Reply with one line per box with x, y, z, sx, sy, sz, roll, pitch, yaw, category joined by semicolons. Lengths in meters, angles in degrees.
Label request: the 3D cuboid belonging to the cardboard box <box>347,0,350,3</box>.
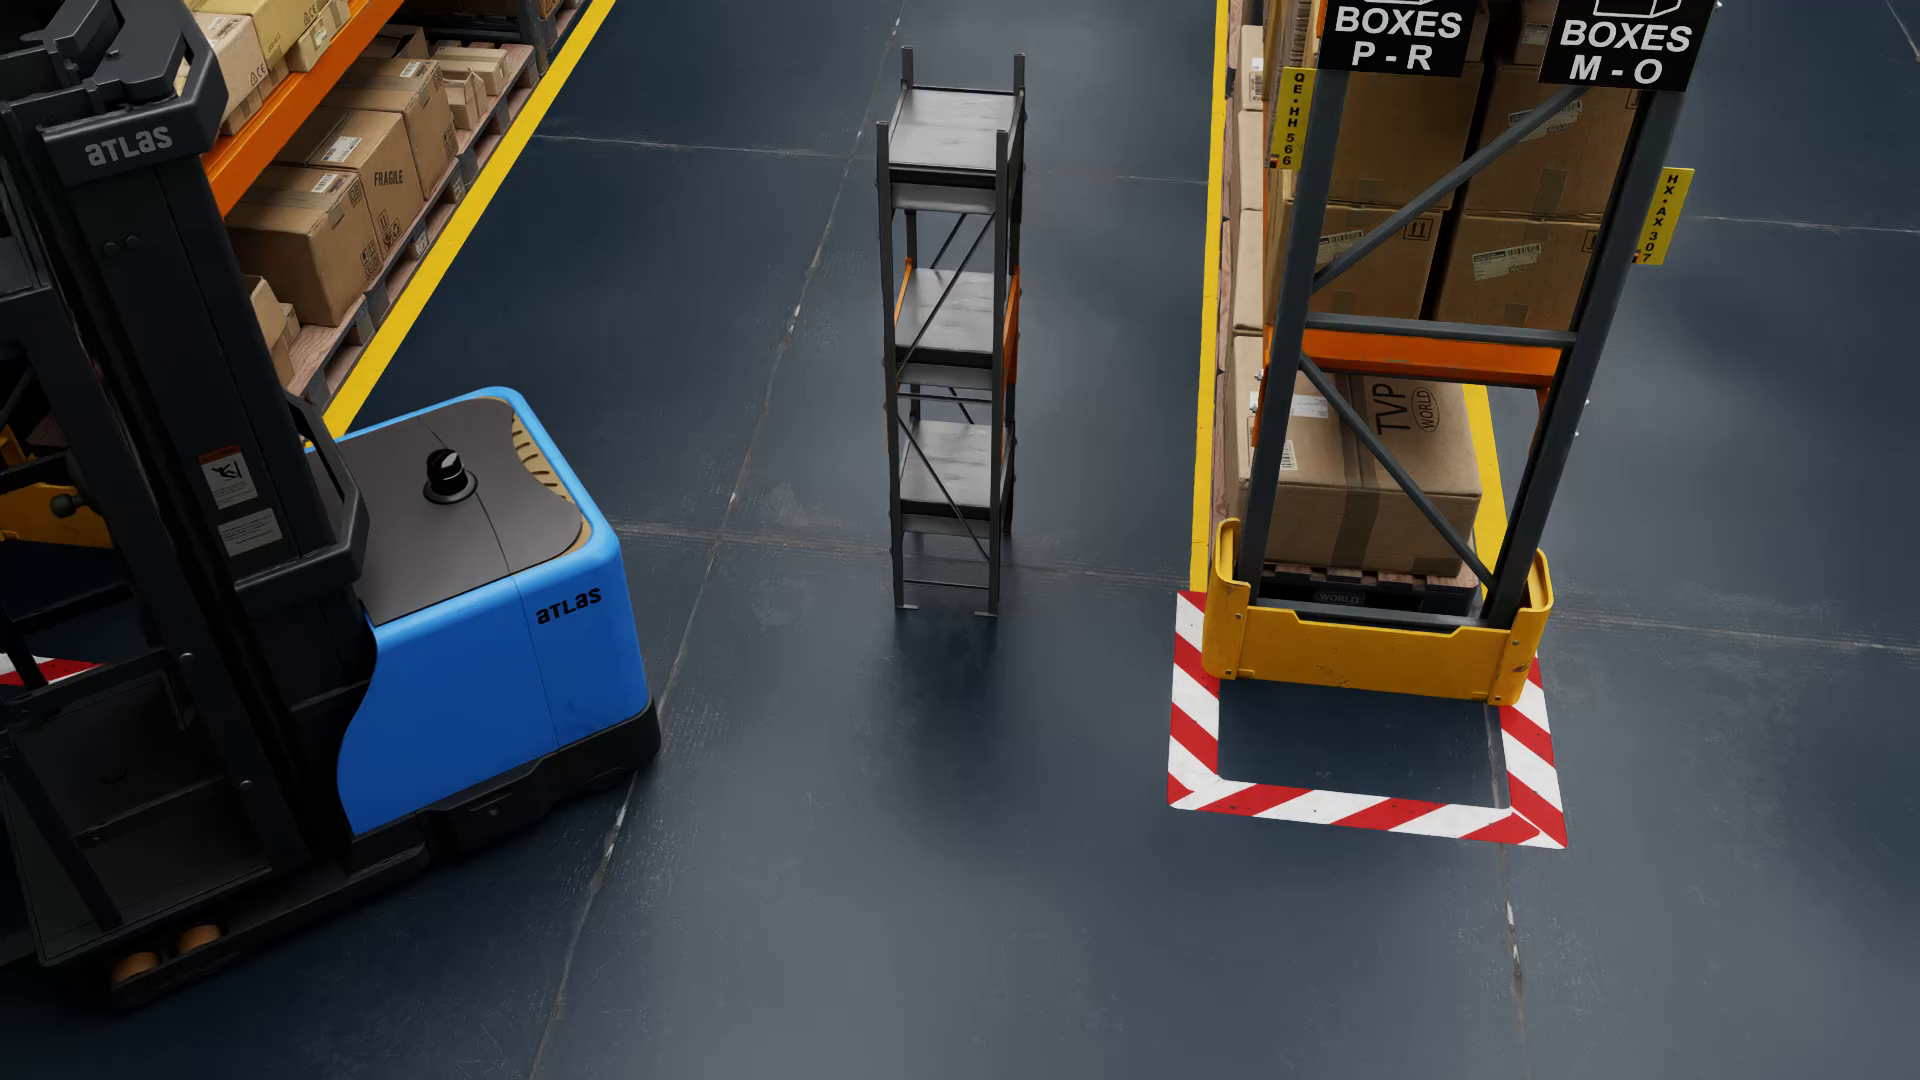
-2.898;-2.453;7.341;0.380;0.149;0.250;5;44;5;cardboard box

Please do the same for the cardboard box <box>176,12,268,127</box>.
-3.020;-1.790;6.351;0.500;0.250;0.500;6;44;6;cardboard box

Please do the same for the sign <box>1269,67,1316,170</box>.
0.971;-1.225;4.847;0.100;0.325;0.005;5;44;6;sign

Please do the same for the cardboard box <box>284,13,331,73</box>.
-2.878;-2.089;6.958;0.380;0.149;0.250;4;44;4;cardboard box

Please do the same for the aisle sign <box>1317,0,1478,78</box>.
1.191;-1.582;4.349;0.394;0.787;0.004;5;44;6;aisle sign

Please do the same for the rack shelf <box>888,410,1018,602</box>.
-0.022;-0.131;6.400;0.431;0.518;0.480;5;44;6;rack shelf

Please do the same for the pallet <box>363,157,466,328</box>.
-3.135;-1.520;8.202;1.003;0.211;1.213;5;44;6;pallet

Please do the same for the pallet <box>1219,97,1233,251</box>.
1.858;-1.862;8.563;1.003;0.211;1.213;5;44;6;pallet

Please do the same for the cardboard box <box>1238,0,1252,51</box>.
2.039;-3.196;9.184;0.875;0.875;0.875;6;44;7;cardboard box

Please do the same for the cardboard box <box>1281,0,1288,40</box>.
1.444;-2.105;5.991;0.500;0.500;0.500;5;44;5;cardboard box

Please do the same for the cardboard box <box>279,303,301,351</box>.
-3.144;-0.920;7.308;0.380;0.149;0.250;4;44;4;cardboard box

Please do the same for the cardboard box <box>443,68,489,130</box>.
-2.714;-2.344;8.727;0.396;0.266;0.258;7;44;7;cardboard box

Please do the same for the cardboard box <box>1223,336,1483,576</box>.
1.496;-0.340;6.486;0.875;0.438;0.875;4;44;4;cardboard box

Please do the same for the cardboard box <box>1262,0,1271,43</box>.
1.572;-2.445;7.078;0.500;0.500;0.500;5;44;6;cardboard box

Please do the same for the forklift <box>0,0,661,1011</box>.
-2.582;-0.030;4.650;3.031;2.935;1.130;-23;48;-22;forklift

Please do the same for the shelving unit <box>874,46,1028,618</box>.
-0.022;-0.650;5.909;0.431;2.100;0.503;5;44;6;shelving unit

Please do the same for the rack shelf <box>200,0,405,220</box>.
-3.149;-2.210;7.425;1.077;0.370;4.000;5;44;6;rack shelf

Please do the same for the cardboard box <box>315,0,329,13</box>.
-2.909;-2.486;7.087;0.500;0.250;0.500;4;44;4;cardboard box

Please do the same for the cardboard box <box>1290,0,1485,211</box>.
1.335;-1.409;5.256;0.500;0.500;0.500;7;44;7;cardboard box

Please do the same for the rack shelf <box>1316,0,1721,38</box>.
1.772;-2.850;5.920;1.077;0.370;4.000;5;44;6;rack shelf

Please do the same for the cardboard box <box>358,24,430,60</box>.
-3.206;-2.581;8.945;0.500;0.311;0.500;7;44;7;cardboard box

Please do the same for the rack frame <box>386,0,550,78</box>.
-2.884;-3.834;8.618;1.000;3.000;0.127;5;44;6;rack frame

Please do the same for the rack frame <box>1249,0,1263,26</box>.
2.036;-3.385;8.144;1.000;3.000;0.127;5;44;6;rack frame

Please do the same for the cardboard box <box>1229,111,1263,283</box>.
1.729;-1.579;7.794;0.875;0.438;0.875;4;44;4;cardboard box

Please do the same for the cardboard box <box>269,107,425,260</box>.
-2.918;-1.691;7.867;0.500;0.500;0.500;6;44;6;cardboard box

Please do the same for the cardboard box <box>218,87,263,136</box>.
-3.016;-1.742;6.591;0.380;0.149;0.250;7;44;7;cardboard box

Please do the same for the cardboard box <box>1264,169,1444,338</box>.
1.309;-1.048;5.603;0.500;0.500;0.500;5;44;6;cardboard box

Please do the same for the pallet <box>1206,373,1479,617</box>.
1.536;-0.199;6.807;1.003;0.211;1.213;5;44;6;pallet

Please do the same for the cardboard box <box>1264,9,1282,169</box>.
1.448;-1.741;6.334;0.500;0.500;0.500;6;44;7;cardboard box

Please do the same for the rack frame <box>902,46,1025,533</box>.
0.010;-0.816;6.085;0.400;2.100;0.015;5;44;6;rack frame

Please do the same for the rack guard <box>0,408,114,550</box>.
-3.403;-0.252;6.653;1.175;0.500;0.348;5;44;6;rack guard

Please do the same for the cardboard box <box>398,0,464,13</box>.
-3.113;-3.440;9.714;0.500;0.500;0.500;5;44;5;cardboard box

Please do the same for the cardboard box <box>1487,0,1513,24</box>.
1.793;-1.696;5.088;0.380;0.149;0.250;6;44;7;cardboard box
